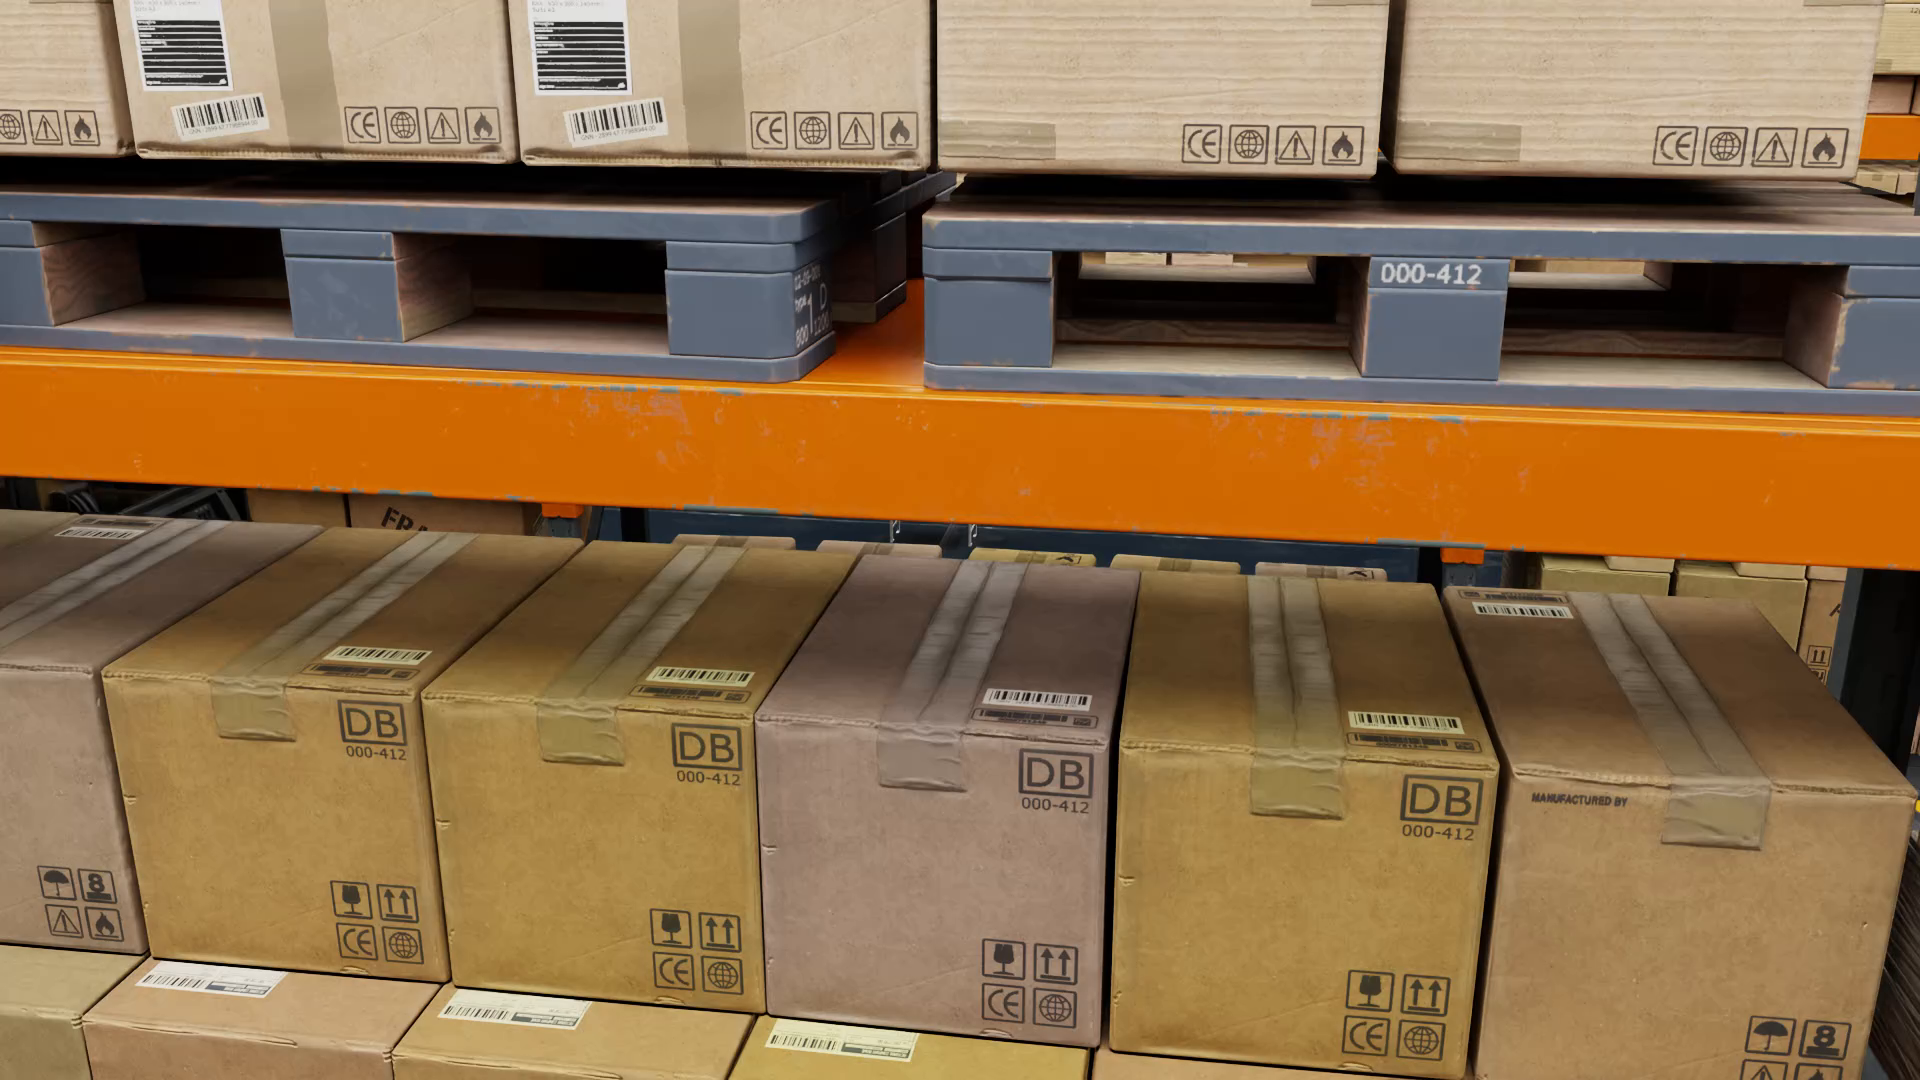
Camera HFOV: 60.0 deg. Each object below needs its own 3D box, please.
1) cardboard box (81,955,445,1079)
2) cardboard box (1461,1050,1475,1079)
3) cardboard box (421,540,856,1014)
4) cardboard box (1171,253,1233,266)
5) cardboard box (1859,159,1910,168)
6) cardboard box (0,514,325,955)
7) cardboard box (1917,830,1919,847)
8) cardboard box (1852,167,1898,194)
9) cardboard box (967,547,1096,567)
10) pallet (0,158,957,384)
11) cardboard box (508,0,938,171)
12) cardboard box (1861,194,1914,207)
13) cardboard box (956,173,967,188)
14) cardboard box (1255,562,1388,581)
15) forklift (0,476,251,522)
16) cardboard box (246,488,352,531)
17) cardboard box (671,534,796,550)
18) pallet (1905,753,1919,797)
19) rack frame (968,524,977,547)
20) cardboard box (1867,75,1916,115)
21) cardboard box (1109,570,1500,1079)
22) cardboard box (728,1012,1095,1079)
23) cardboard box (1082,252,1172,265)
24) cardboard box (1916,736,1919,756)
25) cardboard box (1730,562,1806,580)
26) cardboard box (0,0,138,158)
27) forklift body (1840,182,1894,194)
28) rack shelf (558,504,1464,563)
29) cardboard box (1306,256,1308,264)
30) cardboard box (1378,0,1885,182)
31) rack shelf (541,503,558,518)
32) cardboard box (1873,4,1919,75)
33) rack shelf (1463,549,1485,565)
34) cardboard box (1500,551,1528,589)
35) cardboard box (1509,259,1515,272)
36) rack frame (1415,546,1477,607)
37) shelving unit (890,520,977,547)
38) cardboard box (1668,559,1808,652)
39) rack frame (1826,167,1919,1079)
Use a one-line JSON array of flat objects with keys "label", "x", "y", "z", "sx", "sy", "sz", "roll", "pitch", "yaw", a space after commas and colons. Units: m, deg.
[{"label": "cardboard box", "x": -1.037, "y": 0.887, "z": 2.769, "sx": 0.500, "sy": 0.500, "sz": 0.500, "roll": 3, "pitch": 19, "yaw": 9}, {"label": "cardboard box", "x": 0.954, "y": 0.988, "z": 2.465, "sx": 0.500, "sy": 0.500, "sz": 0.500, "roll": 3, "pitch": 19, "yaw": 8}, {"label": "cardboard box", "x": -0.485, "y": 0.357, "z": 2.777, "sx": 0.500, "sy": 0.500, "sz": 0.700, "roll": 3, "pitch": 19, "yaw": 8}, {"label": "cardboard box", "x": 1.023, "y": -1.256, "z": 7.020, "sx": 0.250, "sy": 0.149, "sz": 0.380, "roll": 2, "pitch": 19, "yaw": 7}, {"label": "cardboard box", "x": 6.380, "y": -2.545, "z": 11.533, "sx": 0.250, "sy": 0.149, "sz": 0.380, "roll": 4, "pitch": 19, "yaw": 11}, {"label": "cardboard box", "x": -1.496, "y": 0.306, "z": 2.929, "sx": 0.500, "sy": 0.500, "sz": 0.700, "roll": 3, "pitch": 19, "yaw": 8}, {"label": "cardboard box", "x": 1.871, "y": 0.424, "z": 2.370, "sx": 0.550, "sy": 0.550, "sz": 0.875, "roll": 3, "pitch": 19, "yaw": 9}, {"label": "cardboard box", "x": 6.032, "y": -2.387, "z": 11.062, "sx": 0.250, "sy": 0.149, "sz": 0.380, "roll": 3, "pitch": 19, "yaw": 10}, {"label": "cardboard box", "x": 0.282, "y": 0.374, "z": 7.938, "sx": 0.625, "sy": 0.372, "sz": 0.950, "roll": 4, "pitch": 19, "yaw": 10}, {"label": "pallet", "x": -0.689, "y": -0.485, "z": 2.596, "sx": 1.213, "sy": 0.211, "sz": 1.003, "roll": 4, "pitch": 19, "yaw": 11}, {"label": "cardboard box", "x": -0.254, "y": -0.668, "z": 2.167, "sx": 0.500, "sy": 0.311, "sz": 0.500, "roll": 2, "pitch": 19, "yaw": 7}, {"label": "cardboard box", "x": 3.590, "y": -1.084, "z": 6.614, "sx": 0.500, "sy": 0.500, "sz": 0.700, "roll": 3, "pitch": 19, "yaw": 7}, {"label": "cardboard box", "x": 0.081, "y": -2.554, "z": 12.029, "sx": 0.250, "sy": 0.149, "sz": 0.380, "roll": 3, "pitch": 19, "yaw": 9}, {"label": "cardboard box", "x": 1.679, "y": 0.443, "z": 7.730, "sx": 0.625, "sy": 0.372, "sz": 0.950, "roll": 3, "pitch": 19, "yaw": 9}, {"label": "forklift", "x": -2.475, "y": 0.076, "z": 5.457, "sx": 3.031, "sy": 2.935, "sz": 1.130, "roll": 4, "pitch": 19, "yaw": 11}, {"label": "cardboard box", "x": -3.301, "y": -0.078, "z": 8.495, "sx": 0.875, "sy": 0.875, "sz": 0.875, "roll": 3, "pitch": 19, "yaw": 9}, {"label": "cardboard box", "x": -1.196, "y": 0.299, "z": 8.161, "sx": 0.625, "sy": 0.372, "sz": 0.950, "roll": 2, "pitch": 19, "yaw": 5}, {"label": "pallet", "x": 4.074, "y": 0.828, "z": 7.496, "sx": 1.213, "sy": 0.211, "sz": 1.003, "roll": 3, "pitch": 19, "yaw": 9}, {"label": "rack frame", "x": 0.077, "y": -0.565, "z": 10.101, "sx": 0.015, "sy": 1.200, "sz": 0.240, "roll": 3, "pitch": 19, "yaw": 9}, {"label": "cardboard box", "x": 3.481, "y": -1.738, "z": 6.440, "sx": 0.250, "sy": 0.149, "sz": 0.380, "roll": 2, "pitch": 19, "yaw": 7}, {"label": "cardboard box", "x": 0.513, "y": 0.408, "z": 2.623, "sx": 0.500, "sy": 0.500, "sz": 0.700, "roll": 3, "pitch": 19, "yaw": 8}, {"label": "cardboard box", "x": -0.044, "y": 0.937, "z": 2.617, "sx": 0.500, "sy": 0.500, "sz": 0.500, "roll": 3, "pitch": 19, "yaw": 9}, {"label": "cardboard box", "x": 0.706, "y": -0.969, "z": 7.185, "sx": 0.500, "sy": 0.500, "sz": 0.500, "roll": 4, "pitch": 19, "yaw": 11}, {"label": "cardboard box", "x": 4.278, "y": 0.719, "z": 7.100, "sx": 0.500, "sy": 0.250, "sz": 0.500, "roll": 2, "pitch": 19, "yaw": 7}, {"label": "cardboard box", "x": 3.359, "y": 0.028, "z": 6.959, "sx": 0.250, "sy": 0.149, "sz": 0.380, "roll": 4, "pitch": 19, "yaw": 11}, {"label": "cardboard box", "x": -1.263, "y": -0.691, "z": 2.330, "sx": 0.500, "sy": 0.250, "sz": 0.500, "roll": 3, "pitch": 19, "yaw": 10}, {"label": "forklift body", "x": 4.769, "y": -1.053, "z": 10.061, "sx": 1.214, "sy": 2.155, "sz": 2.313, "roll": 3, "pitch": 19, "yaw": 9}, {"label": "rack shelf", "x": 0.223, "y": -0.337, "z": 7.718, "sx": 4.000, "sy": 0.370, "sz": 1.077, "roll": 3, "pitch": 19, "yaw": 9}, {"label": "cardboard box", "x": 1.705, "y": -0.917, "z": 7.028, "sx": 0.500, "sy": 0.500, "sz": 0.500, "roll": 3, "pitch": 19, "yaw": 8}, {"label": "cardboard box", "x": 0.789, "y": -0.605, "z": 2.075, "sx": 0.500, "sy": 0.250, "sz": 0.500, "roll": 3, "pitch": 19, "yaw": 9}, {"label": "rack shelf", "x": -3.727, "y": -0.539, "z": 8.320, "sx": 4.000, "sy": 0.370, "sz": 1.077, "roll": 3, "pitch": 19, "yaw": 9}, {"label": "cardboard box", "x": 3.592, "y": -1.910, "z": 6.325, "sx": 0.500, "sy": 0.250, "sz": 0.500, "roll": 3, "pitch": 19, "yaw": 9}, {"label": "rack shelf", "x": 4.172, "y": -0.136, "z": 7.116, "sx": 4.000, "sy": 0.370, "sz": 1.077, "roll": 3, "pitch": 19, "yaw": 9}, {"label": "cardboard box", "x": 2.824, "y": 0.117, "z": 7.716, "sx": 0.500, "sy": 0.500, "sz": 0.500, "roll": 3, "pitch": 19, "yaw": 8}, {"label": "cardboard box", "x": 3.895, "y": -2.055, "z": 11.561, "sx": 0.500, "sy": 0.500, "sz": 0.500, "roll": 3, "pitch": 19, "yaw": 10}, {"label": "rack frame", "x": 2.197, "y": -0.578, "z": 7.303, "sx": 0.127, "sy": 3.000, "sz": 1.000, "roll": 3, "pitch": 19, "yaw": 9}, {"label": "shelving unit", "x": -0.163, "y": -0.577, "z": 10.138, "sx": 0.503, "sy": 1.200, "sz": 0.258, "roll": 3, "pitch": 19, "yaw": 9}, {"label": "cardboard box", "x": 3.267, "y": 0.309, "z": 7.143, "sx": 0.500, "sy": 0.500, "sz": 0.500, "roll": 4, "pitch": 19, "yaw": 11}, {"label": "rack frame", "x": 1.512, "y": 0.978, "z": 2.653, "sx": 0.127, "sy": 3.000, "sz": 1.000, "roll": 3, "pitch": 19, "yaw": 9}]
